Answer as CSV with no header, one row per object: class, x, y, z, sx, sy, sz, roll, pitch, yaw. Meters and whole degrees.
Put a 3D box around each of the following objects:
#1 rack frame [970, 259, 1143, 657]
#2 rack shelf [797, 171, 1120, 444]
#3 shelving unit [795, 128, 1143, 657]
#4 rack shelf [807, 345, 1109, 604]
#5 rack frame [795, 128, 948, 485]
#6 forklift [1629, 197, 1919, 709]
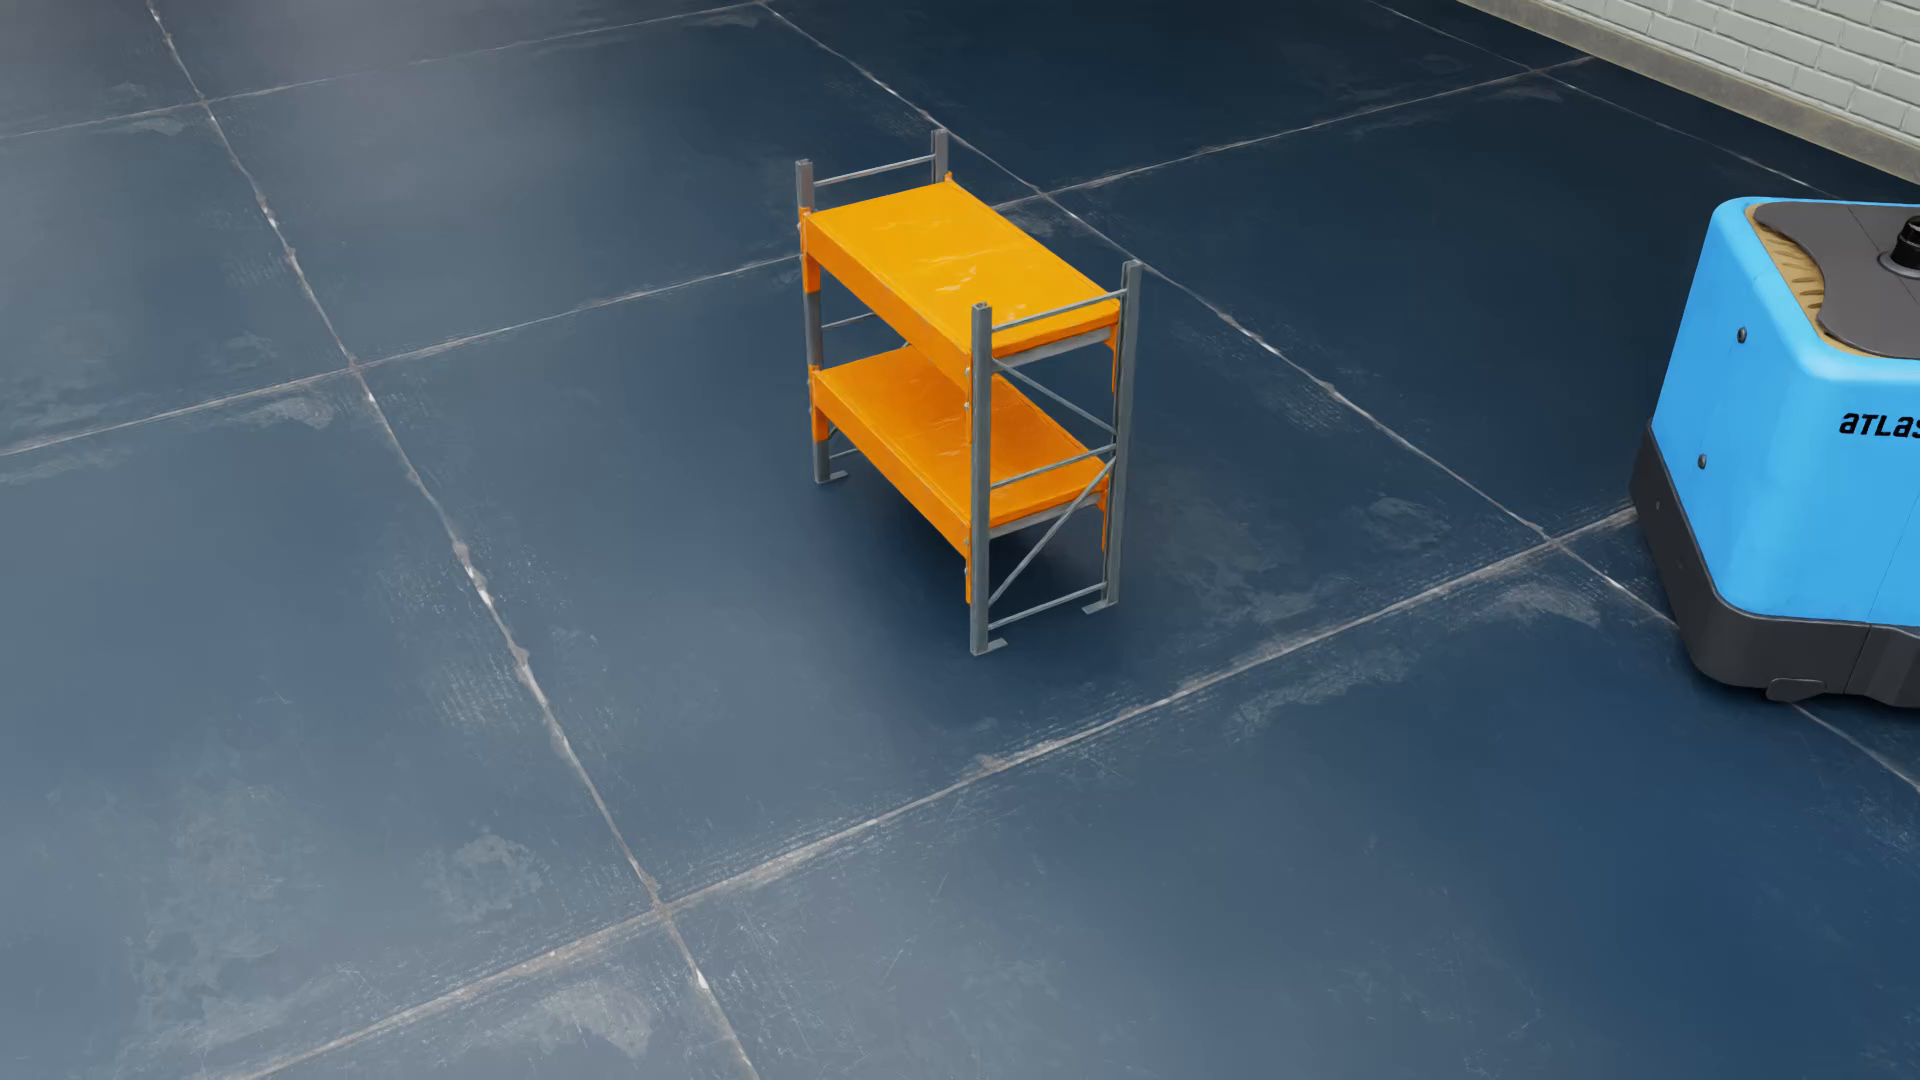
rack frame,0.252,-0.198,4.568,0.500,1.125,0.032,-19,40,-24
rack shelf,-0.003,-0.694,4.750,0.538,0.278,1.000,-19,40,-24
shelving unit,-0.003,-0.458,4.923,0.538,1.125,1.048,-19,40,-24
rack shelf,-0.003,-0.260,5.067,0.538,0.278,1.000,-19,40,-24
rack frame,-0.259,-0.717,5.278,0.500,1.125,0.032,-19,40,-24
forklift,3.605,-0.932,4.041,3.031,2.935,1.130,4,36,5
